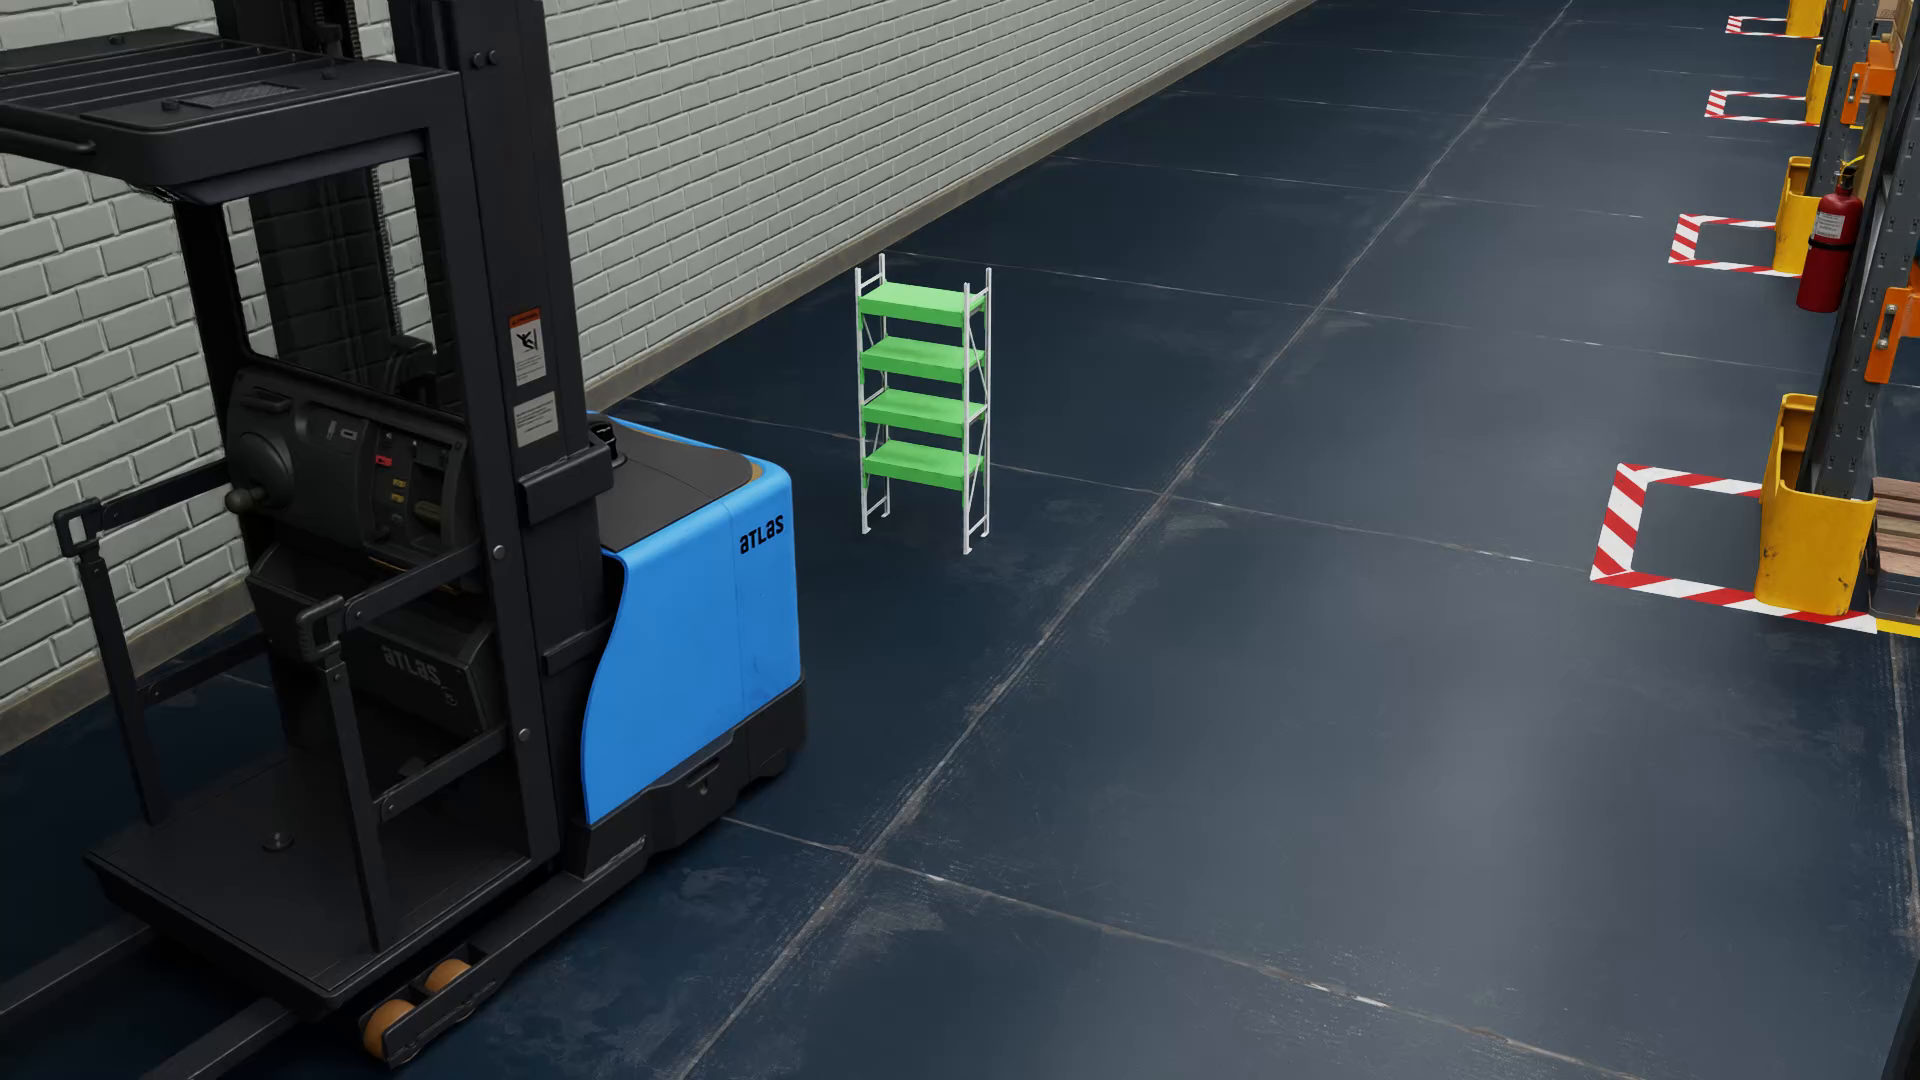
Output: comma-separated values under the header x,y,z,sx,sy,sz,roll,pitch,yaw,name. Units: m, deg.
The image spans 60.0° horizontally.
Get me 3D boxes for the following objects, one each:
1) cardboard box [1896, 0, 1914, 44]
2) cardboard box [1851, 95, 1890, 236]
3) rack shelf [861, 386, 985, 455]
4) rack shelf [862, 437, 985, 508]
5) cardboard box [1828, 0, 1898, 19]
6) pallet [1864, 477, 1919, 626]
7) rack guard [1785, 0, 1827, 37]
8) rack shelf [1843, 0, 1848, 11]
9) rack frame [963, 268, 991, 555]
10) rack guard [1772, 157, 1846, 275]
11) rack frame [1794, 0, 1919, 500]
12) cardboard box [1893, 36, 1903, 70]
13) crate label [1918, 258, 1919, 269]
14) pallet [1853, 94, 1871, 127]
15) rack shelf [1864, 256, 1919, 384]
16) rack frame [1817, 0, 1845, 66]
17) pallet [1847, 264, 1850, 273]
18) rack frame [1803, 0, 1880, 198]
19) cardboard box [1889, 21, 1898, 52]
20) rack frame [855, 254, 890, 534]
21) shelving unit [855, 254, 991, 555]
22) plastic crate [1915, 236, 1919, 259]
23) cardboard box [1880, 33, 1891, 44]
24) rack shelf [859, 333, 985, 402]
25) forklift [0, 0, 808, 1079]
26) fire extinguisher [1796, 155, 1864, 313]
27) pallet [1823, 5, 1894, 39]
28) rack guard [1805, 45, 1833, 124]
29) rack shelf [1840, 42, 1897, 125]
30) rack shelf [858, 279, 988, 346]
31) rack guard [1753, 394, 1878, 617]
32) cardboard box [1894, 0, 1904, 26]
x,y,z,sx,sy,sz,roll,pitch,yaw,name
6.016,-3.159,10.102,0.500,0.250,0.500,11,28,20,cardboard box
6.306,-2.439,10.738,0.875,0.875,0.875,11,28,22,cardboard box
-0.151,-0.511,7.075,0.480,0.148,0.258,11,28,22,rack shelf
-0.151,-0.296,7.181,0.480,0.148,0.258,11,28,22,rack shelf
10.435,-6.232,18.937,0.875,0.438,0.875,10,28,20,cardboard box
4.375,0.120,6.767,1.213,0.211,1.003,11,28,22,pallet
9.771,-6.156,19.188,0.348,0.500,1.175,11,28,22,rack guard
9.656,-4.576,13.963,4.000,0.370,1.077,11,28,22,rack shelf
0.071,-0.524,6.956,0.015,1.200,0.240,11,28,22,rack frame
5.669,-2.172,11.095,0.348,0.500,1.175,11,28,22,rack guard
3.640,-1.297,6.489,0.127,3.000,1.000,11,28,22,rack frame
5.877,-2.978,10.188,0.250,0.149,0.380,12,29,22,cardboard box
3.729,-1.071,6.152,0.303,0.233,0.416,11,28,22,crate label
8.630,-3.837,14.804,1.213,0.211,1.003,11,28,22,pallet
5.461,-0.609,5.905,4.000,0.370,1.077,11,28,22,rack shelf
7.836,-5.265,14.547,0.127,3.000,1.000,11,28,22,rack frame
6.451,-1.923,10.917,1.213,0.211,1.003,11,28,22,pallet
5.691,-3.289,10.534,0.127,3.000,1.000,11,28,22,rack frame
6.151,-3.243,10.726,0.250,0.149,0.380,12,29,23,cardboard box
-0.373,-0.613,7.137,0.015,1.200,0.240,11,28,22,rack frame
-0.151,-0.569,7.046,0.503,1.200,0.258,11,28,22,shelving unit
4.023,-1.354,6.496,0.499,0.435,0.616,11,28,22,plastic crate
8.423,-4.446,14.963,0.250,0.149,0.380,12,29,22,cardboard box
-0.151,-0.727,6.969,0.480,0.148,0.258,11,28,22,rack shelf
-1.755,-0.161,4.259,1.130,2.935,3.031,16,31,30,forklift
3.691,-1.305,7.015,0.183,0.674,0.296,11,28,22,fire extinguisher
10.553,-5.908,19.010,1.213,0.211,1.003,11,28,22,pallet
7.905,-4.129,15.071,0.348,0.500,1.175,11,28,22,rack guard
7.511,-2.600,9.950,4.000,0.370,1.077,11,28,22,rack shelf
-0.151,-0.942,6.863,0.480,0.148,0.258,11,28,22,rack shelf
3.613,-0.175,7.039,0.348,0.500,1.175,11,28,22,rack guard
6.242,-3.373,10.538,0.500,0.250,0.500,11,28,21,cardboard box
